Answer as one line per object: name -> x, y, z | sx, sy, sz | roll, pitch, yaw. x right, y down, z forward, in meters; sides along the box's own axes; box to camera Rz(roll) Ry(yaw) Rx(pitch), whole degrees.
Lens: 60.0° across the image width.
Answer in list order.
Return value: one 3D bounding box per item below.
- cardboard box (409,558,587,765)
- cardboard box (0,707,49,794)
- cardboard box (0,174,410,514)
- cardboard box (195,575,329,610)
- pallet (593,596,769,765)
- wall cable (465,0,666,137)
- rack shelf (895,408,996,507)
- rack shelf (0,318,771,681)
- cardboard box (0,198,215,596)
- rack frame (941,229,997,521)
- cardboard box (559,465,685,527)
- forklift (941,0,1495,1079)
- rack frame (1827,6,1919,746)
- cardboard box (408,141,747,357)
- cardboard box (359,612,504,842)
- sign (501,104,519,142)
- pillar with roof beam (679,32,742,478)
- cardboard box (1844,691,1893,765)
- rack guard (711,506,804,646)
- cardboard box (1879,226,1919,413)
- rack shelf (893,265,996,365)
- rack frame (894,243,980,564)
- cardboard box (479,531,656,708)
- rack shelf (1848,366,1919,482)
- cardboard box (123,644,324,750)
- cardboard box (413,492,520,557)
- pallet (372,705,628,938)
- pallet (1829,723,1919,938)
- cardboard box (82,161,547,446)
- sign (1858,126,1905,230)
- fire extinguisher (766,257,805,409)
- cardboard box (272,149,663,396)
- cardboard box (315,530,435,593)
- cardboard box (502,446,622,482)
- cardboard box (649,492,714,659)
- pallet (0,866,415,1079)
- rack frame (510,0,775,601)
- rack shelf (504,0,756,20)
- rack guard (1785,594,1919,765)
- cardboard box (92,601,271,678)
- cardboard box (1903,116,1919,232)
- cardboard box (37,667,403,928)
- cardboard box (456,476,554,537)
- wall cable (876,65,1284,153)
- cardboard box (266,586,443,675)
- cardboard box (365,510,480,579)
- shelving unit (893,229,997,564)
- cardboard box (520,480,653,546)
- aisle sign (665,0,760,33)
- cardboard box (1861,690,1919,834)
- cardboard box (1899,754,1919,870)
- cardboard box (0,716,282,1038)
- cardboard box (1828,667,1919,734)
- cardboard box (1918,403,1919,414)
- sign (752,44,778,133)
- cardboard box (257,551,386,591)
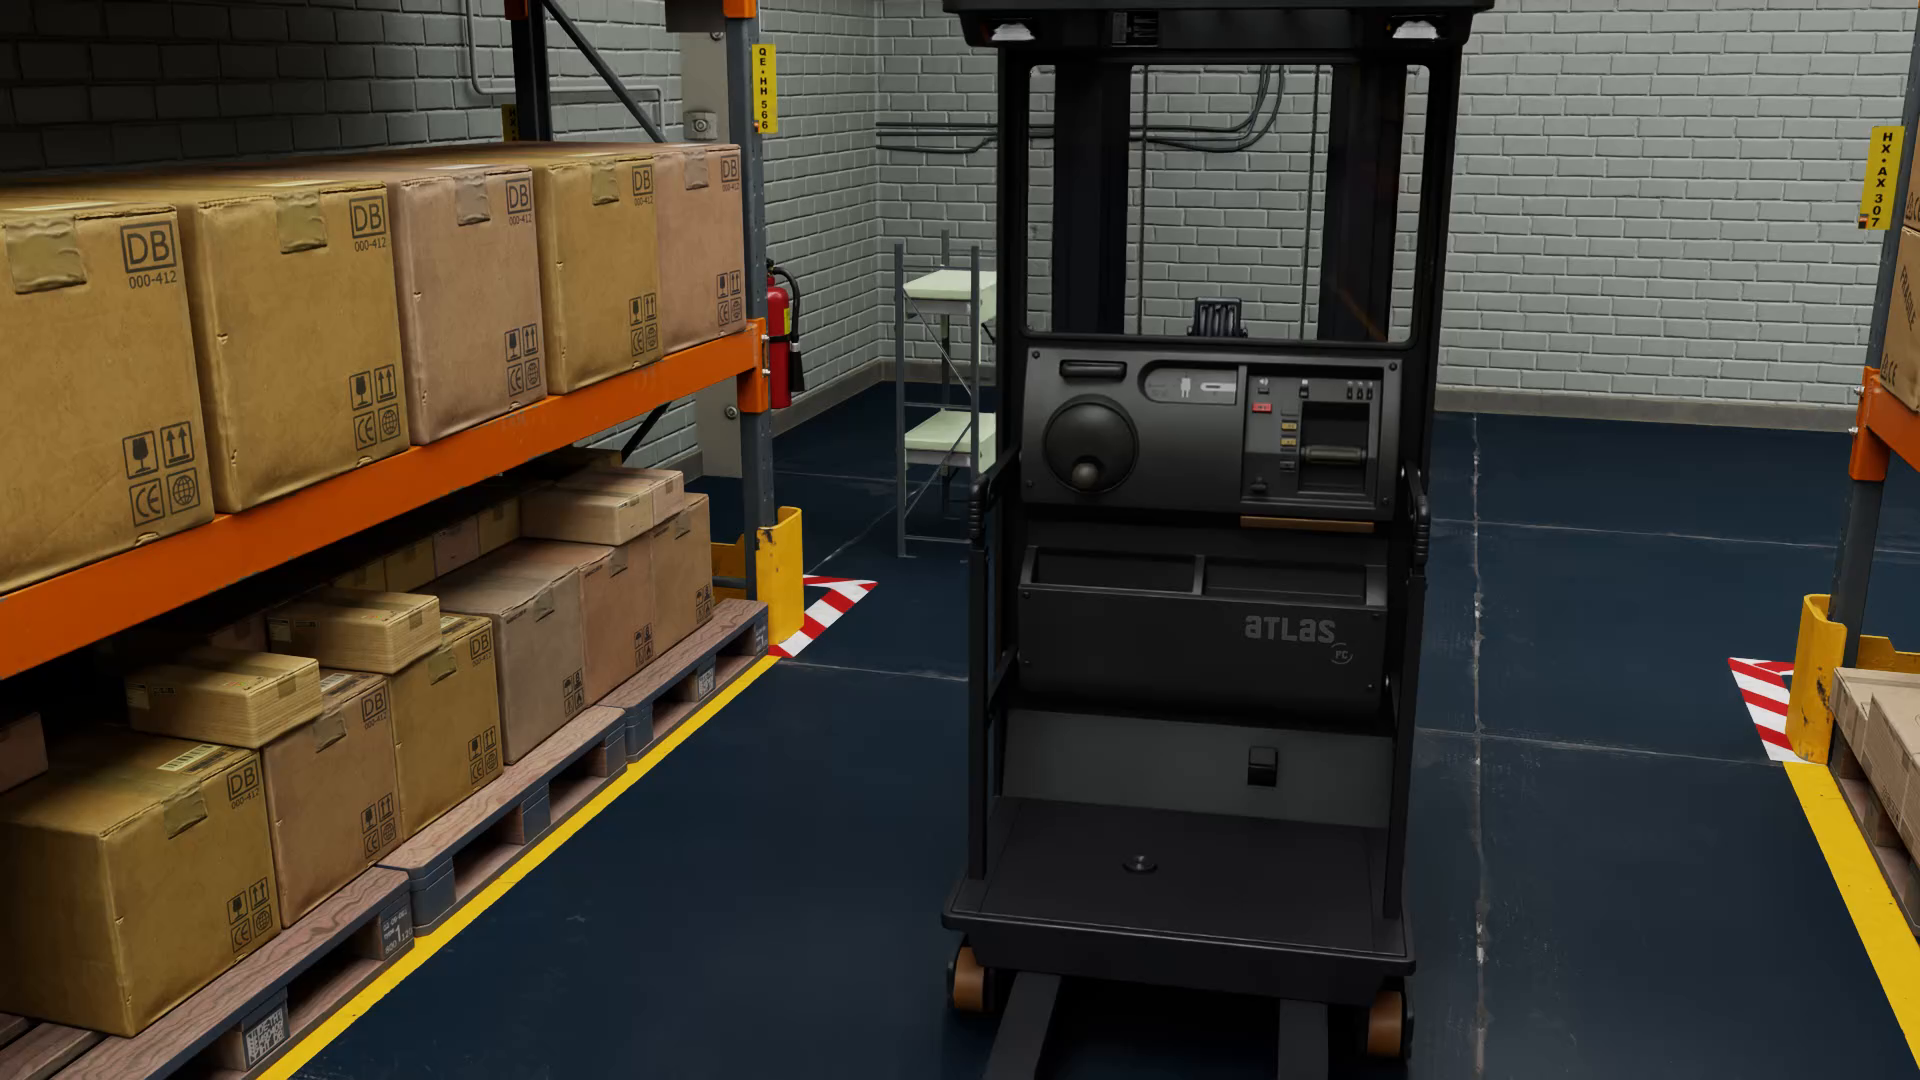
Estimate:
cardboard box -> -1.649, 0.364, 5.359 | 0.700, 0.500, 0.500 | 4, 16, 14
cardboard box -> -2.319, 0.480, 3.762 | 0.380, 0.149, 0.250 | 5, 16, 16
cardboard box -> -2.015, -0.519, 4.111 | 0.980, 0.700, 0.700 | 4, 16, 14
cardboard box -> -2.024, 0.207, 4.724 | 0.380, 0.149, 0.250 | 5, 17, 16
pallet -> -1.413, 0.467, 6.295 | 1.003, 0.211, 1.213 | 5, 16, 16
wall cable -> -1.804, -1.987, 7.975 | 0.084, 1.984, 1.851 | 5, 16, 16
rack shelf -> -0.002, -0.406, 8.208 | 0.431, 0.370, 0.720 | 5, 16, 16
rack shelf -> -1.830, -0.220, 4.927 | 1.077, 0.370, 4.000 | 5, 16, 16
cardboard box -> -2.228, -0.328, 3.439 | 0.980, 0.700, 0.700 | 5, 17, 17
rack frame -> 0.102, -0.816, 8.456 | 0.400, 1.500, 0.023 | 5, 16, 16
cardboard box -> -1.226, -0.162, 6.028 | 0.380, 0.149, 0.250 | 4, 16, 15
forklift -> 0.580, -0.282, 3.952 | 1.130, 2.935, 3.031 | 3, 16, 11
rack frame -> 3.489, -0.706, 5.323 | 1.000, 3.000, 0.127 | 5, 16, 16
cardboard box -> -1.397, -1.100, 6.160 | 0.980, 0.700, 0.700 | 5, 17, 18
cardboard box -> -1.793, 0.504, 4.865 | 0.700, 0.500, 0.500 | 5, 17, 17
sign -> -1.792, -1.589, 6.702 | 0.100, 0.325, 0.005 | 5, 16, 16
pillar with roof beam -> 2.804, -4.415, 7.405 | 9.100, 9.000, 0.400 | 5, 16, 16
cardboard box -> 2.970, 0.593, 5.127 | 0.380, 0.166, 0.250 | 5, 16, 16
rack guard -> -1.254, 0.107, 7.037 | 1.175, 0.500, 0.348 | 5, 16, 16
cardboard box -> 3.110, -0.659, 4.972 | 0.500, 0.500, 0.500 | 5, 17, 17
rack shelf -> -0.002, -1.095, 8.012 | 0.431, 0.370, 0.720 | 5, 16, 16
rack frame -> -0.106, -0.624, 7.781 | 0.400, 1.500, 0.023 | 5, 16, 16
cardboard box -> -1.506, 0.233, 5.823 | 0.700, 0.500, 0.500 | 5, 16, 16
rack shelf -> 2.921, 0.163, 3.576 | 1.077, 0.370, 4.000 | 5, 16, 16
cardboard box -> -1.815, 0.382, 4.107 | 0.380, 0.149, 0.250 | 5, 17, 18
cardboard box -> -1.735, -0.060, 5.668 | 0.380, 0.149, 0.250 | 5, 17, 16
pallet -> -1.762, 0.785, 5.174 | 1.003, 0.211, 1.213 | 5, 16, 16
pallet -> 3.242, 0.864, 4.898 | 1.003, 0.211, 1.213 | 5, 16, 16
cardboard box -> -1.818, -0.710, 4.785 | 0.980, 0.700, 0.700 | 4, 16, 13
sign -> 2.969, -1.165, 5.353 | 0.100, 0.325, 0.005 | 5, 16, 16
fire extinguisher -> -0.776, -0.877, 6.748 | 0.296, 0.674, 0.183 | 5, 16, 16
cardboard box -> -1.593, -0.908, 5.485 | 0.980, 0.700, 0.700 | 4, 16, 15
cardboard box -> -1.879, 0.073, 5.196 | 0.380, 0.149, 0.250 | 5, 17, 16
cardboard box -> -1.520, -0.258, 6.366 | 0.380, 0.149, 0.250 | 5, 17, 16
cardboard box -> -1.364, 0.102, 6.284 | 0.700, 0.500, 0.500 | 5, 16, 16
pallet -> -2.107, 1.106, 4.045 | 1.003, 0.211, 1.213 | 5, 16, 16
rack frame -> -1.261, -1.090, 6.674 | 1.000, 3.000, 0.127 | 5, 16, 16
rack shelf -> -1.830, -1.663, 4.518 | 1.077, 0.370, 4.000 | 5, 16, 16
rack guard -> 3.468, 0.516, 5.594 | 1.175, 0.500, 0.348 | 5, 16, 16
cardboard box -> -2.097, 0.273, 4.492 | 0.380, 0.149, 0.250 | 4, 16, 14
cardboard box -> 3.110, -1.140, 4.836 | 0.500, 0.500, 0.500 | 5, 17, 18
cardboard box -> -1.941, 0.639, 4.392 | 0.700, 0.500, 0.500 | 4, 16, 15
cardboard box -> -1.664, -0.126, 5.898 | 0.380, 0.149, 0.250 | 5, 16, 16
wall cable -> 0.689, -3.934, 11.398 | 3.097, 2.526, 0.112 | 5, 16, 16
cardboard box -> -1.667, 0.246, 4.589 | 0.380, 0.149, 0.250 | 4, 16, 14
cardboard box -> -1.807, 0.006, 5.433 | 0.380, 0.149, 0.250 | 5, 17, 17
shelving unit -> -0.002, -0.720, 8.119 | 0.431, 1.500, 0.755 | 5, 16, 16
cardboard box -> -1.298, -0.096, 5.792 | 0.380, 0.149, 0.250 | 5, 17, 17
aisle sign -> -0.953, -2.336, 6.303 | 0.394, 0.787, 0.004 | 5, 16, 16
cardboard box -> 2.921, 0.656, 4.753 | 0.500, 0.250, 0.500 | 5, 16, 16
cardboard box -> 2.779, 0.787, 4.292 | 0.500, 0.250, 0.500 | 5, 16, 16
cardboard box -> -2.087, 0.770, 3.930 | 0.700, 0.500, 0.500 | 5, 17, 17
cardboard box -> 3.041, 0.536, 5.360 | 0.380, 0.149, 0.250 | 5, 16, 16
cardboard box -> 2.969, -0.523, 4.495 | 0.500, 0.500, 0.500 | 4, 16, 15
sign -> -0.745, -1.715, 6.322 | 0.100, 0.325, 0.005 | 5, 16, 16
cardboard box -> -1.951, 0.140, 4.963 | 0.380, 0.149, 0.250 | 4, 16, 15
